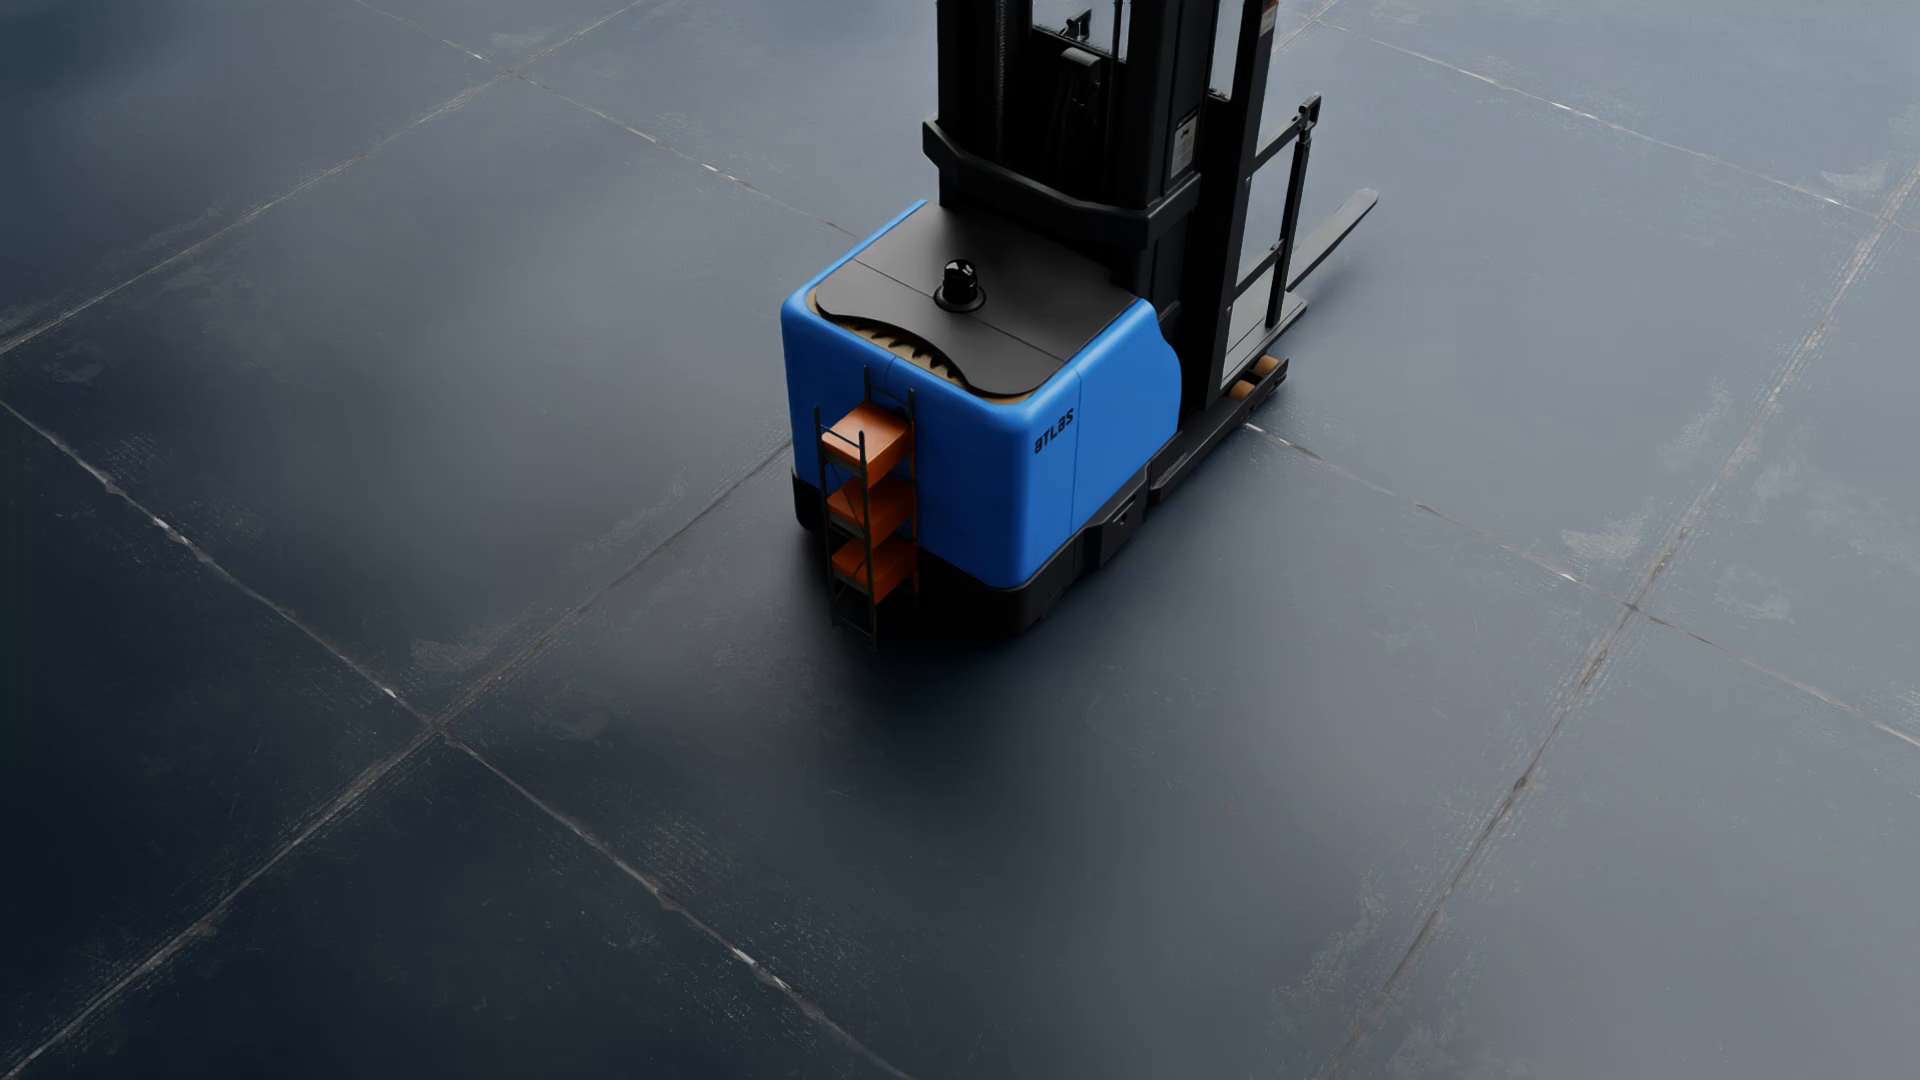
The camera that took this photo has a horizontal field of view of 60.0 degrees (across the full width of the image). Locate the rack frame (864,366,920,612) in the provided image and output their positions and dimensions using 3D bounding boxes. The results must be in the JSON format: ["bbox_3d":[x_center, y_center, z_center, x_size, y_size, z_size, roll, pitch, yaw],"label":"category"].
[{"bbox_3d":[-0.227,-0.151,5.668,0.200,1.050,0.008,29,53,25],"label":"rack frame"}]

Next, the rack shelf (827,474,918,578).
[{"bbox_3d":[-0.301,-0.074,5.609,0.215,0.259,0.240,29,53,25],"label":"rack shelf"}]

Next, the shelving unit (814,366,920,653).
[{"bbox_3d":[-0.301,-0.081,5.601,0.215,1.050,0.252,29,53,25],"label":"shelving unit"}]

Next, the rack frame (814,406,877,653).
[{"bbox_3d":[-0.376,-0.011,5.535,0.200,1.050,0.008,29,53,25],"label":"rack frame"}]

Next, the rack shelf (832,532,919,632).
[{"bbox_3d":[-0.301,0.118,5.810,0.215,0.259,0.240,29,53,25],"label":"rack shelf"}]

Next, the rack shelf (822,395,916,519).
[{"bbox_3d":[-0.301,-0.270,5.404,0.215,0.259,0.240,29,53,25],"label":"rack shelf"}]

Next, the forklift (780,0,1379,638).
[{"bbox_3d":[0.681,-1.687,5.835,1.130,2.935,3.031,29,53,25],"label":"forklift"}]
